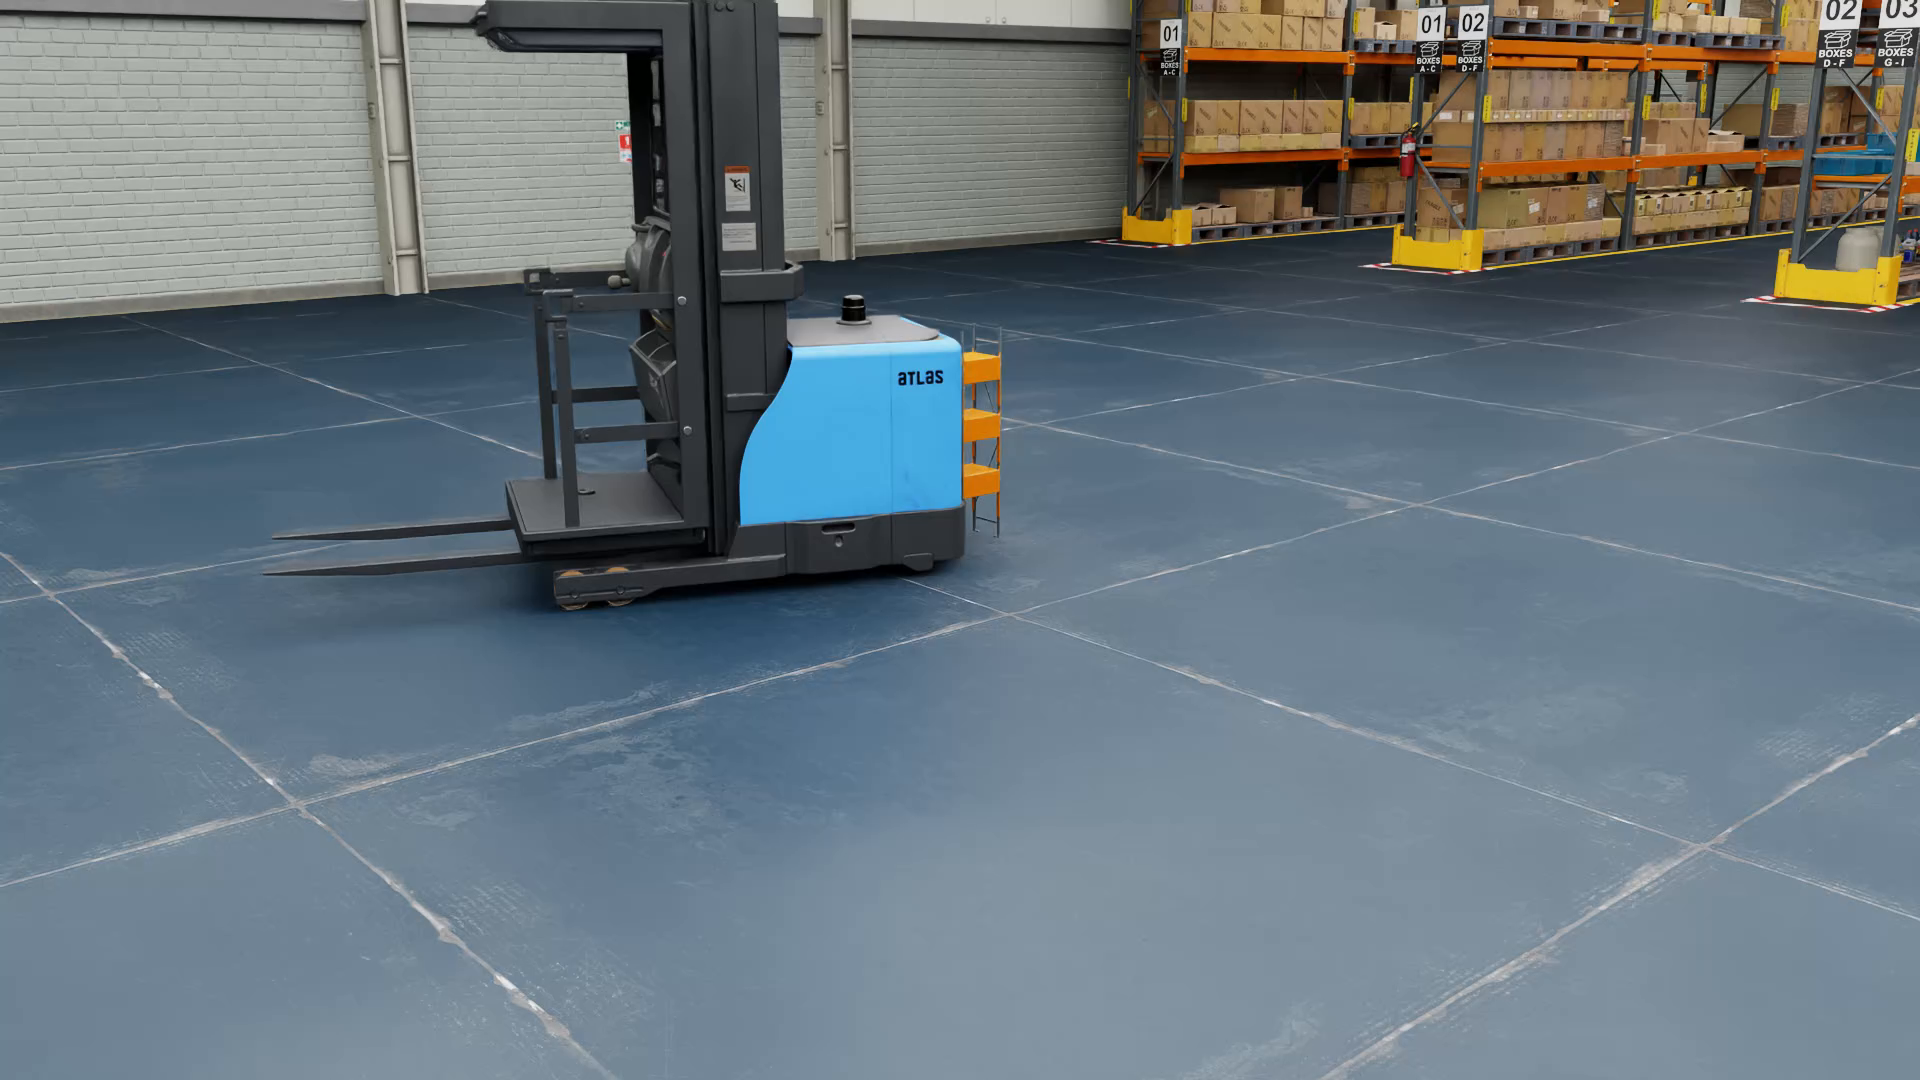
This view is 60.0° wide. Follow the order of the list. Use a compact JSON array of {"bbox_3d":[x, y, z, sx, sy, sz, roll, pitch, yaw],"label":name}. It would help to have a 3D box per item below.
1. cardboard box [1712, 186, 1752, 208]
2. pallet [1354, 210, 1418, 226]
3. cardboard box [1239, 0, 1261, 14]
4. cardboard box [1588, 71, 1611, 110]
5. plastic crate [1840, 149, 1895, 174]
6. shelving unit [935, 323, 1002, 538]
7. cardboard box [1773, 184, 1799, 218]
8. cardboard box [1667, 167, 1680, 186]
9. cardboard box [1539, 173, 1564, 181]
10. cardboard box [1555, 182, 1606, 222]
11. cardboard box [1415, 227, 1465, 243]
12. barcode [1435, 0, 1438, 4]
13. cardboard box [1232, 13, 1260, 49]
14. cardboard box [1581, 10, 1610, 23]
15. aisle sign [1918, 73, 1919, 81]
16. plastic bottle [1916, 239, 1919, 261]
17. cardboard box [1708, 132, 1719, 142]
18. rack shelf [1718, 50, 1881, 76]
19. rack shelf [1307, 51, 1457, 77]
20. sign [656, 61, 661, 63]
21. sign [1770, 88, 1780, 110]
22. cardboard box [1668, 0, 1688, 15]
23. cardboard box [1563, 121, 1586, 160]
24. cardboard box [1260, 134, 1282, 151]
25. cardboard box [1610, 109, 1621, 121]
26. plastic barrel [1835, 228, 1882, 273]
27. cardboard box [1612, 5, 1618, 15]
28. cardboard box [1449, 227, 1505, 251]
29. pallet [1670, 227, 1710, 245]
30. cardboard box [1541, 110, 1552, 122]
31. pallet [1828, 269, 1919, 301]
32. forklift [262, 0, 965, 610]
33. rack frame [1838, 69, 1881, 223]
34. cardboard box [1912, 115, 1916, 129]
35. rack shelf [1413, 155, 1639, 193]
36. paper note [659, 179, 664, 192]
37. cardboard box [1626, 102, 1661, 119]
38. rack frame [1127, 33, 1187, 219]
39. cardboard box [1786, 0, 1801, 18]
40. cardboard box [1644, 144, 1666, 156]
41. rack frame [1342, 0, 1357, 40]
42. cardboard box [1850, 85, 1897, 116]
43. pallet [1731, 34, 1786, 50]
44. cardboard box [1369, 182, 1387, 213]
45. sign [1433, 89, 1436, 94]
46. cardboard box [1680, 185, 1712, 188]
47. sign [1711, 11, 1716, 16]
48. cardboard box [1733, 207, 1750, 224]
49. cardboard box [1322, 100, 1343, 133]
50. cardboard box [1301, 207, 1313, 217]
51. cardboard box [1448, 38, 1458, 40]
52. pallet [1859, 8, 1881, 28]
[{"bbox_3d":[11.966,-5.354,25.907,0.500,0.311,0.500,-12,19,-38],"label":"cardboard box"},{"bbox_3d":[7.435,-5.624,28.895,1.213,0.211,1.003,-13,19,-39],"label":"pallet"},{"bbox_3d":[4.151,-8.126,24.875,0.500,0.500,0.500,-12,19,-38],"label":"cardboard box"},{"bbox_3d":[8.471,-6.180,22.866,0.500,0.500,0.700,-13,20,-39],"label":"cardboard box"},{"bbox_3d":[10.088,-4.205,18.467,0.408,0.251,0.499,-13,19,-39],"label":"plastic crate"},{"bbox_3d":[0.040,-0.516,8.148,0.252,1.050,0.215,-13,19,-39],"label":"shelving unit"},{"bbox_3d":[13.504,-5.545,27.188,0.500,0.500,0.500,-13,20,-40],"label":"cardboard box"},{"bbox_3d":[14.518,-7.521,34.624,0.500,0.500,0.700,-13,19,-39],"label":"cardboard box"},{"bbox_3d":[10.889,-6.864,31.486,0.750,0.750,0.750,-12,19,-38],"label":"cardboard box"},{"bbox_3d":[8.591,-4.700,23.096,0.500,0.500,0.500,-13,19,-39],"label":"cardboard box"},{"bbox_3d":[6.375,-4.012,21.973,0.500,0.250,0.500,-13,19,-39],"label":"cardboard box"},{"bbox_3d":[6.076,-6.864,21.198,0.075,0.075,0.001,-13,19,-39],"label":"barcode"},{"bbox_3d":[4.144,-7.641,24.999,0.500,0.500,0.500,-12,19,-37],"label":"cardboard box"},{"bbox_3d":[8.452,-7.008,22.263,0.250,0.149,0.380,-13,19,-39],"label":"cardboard box"},{"bbox_3d":[18.094,-9.025,31.186,0.004,0.787,0.394,-13,19,-39],"label":"aisle sign"},{"bbox_3d":[11.520,-3.493,19.947,0.097,0.271,0.097,0,15,0],"label":"plastic bottle"},{"bbox_3d":[11.398,-6.188,25.776,0.500,0.311,0.500,-13,20,-40],"label":"cardboard box"},{"bbox_3d":[13.709,-7.785,27.165,4.000,0.370,1.077,-13,19,-39],"label":"rack shelf"},{"bbox_3d":[7.437,-8.071,28.236,4.000,0.370,1.077,-13,19,-39],"label":"rack shelf"},{"bbox_3d":[-3.617,-5.951,20.223,0.199,0.298,0.001,-13,19,-39],"label":"sign"},{"bbox_3d":[12.567,-6.797,25.639,0.005,0.325,0.100,-13,19,-39],"label":"sign"},{"bbox_3d":[10.088,-7.807,23.876,0.500,0.500,0.500,-10,18,-34],"label":"cardboard box"},{"bbox_3d":[8.077,-5.464,22.701,0.500,0.500,0.700,-12,19,-39],"label":"cardboard box"},{"bbox_3d":[4.640,-6.172,25.797,0.500,0.250,0.500,-12,19,-39],"label":"cardboard box"},{"bbox_3d":[8.930,-5.900,23.073,0.250,0.149,0.380,-13,20,-41],"label":"cardboard box"},{"bbox_3d":[9.860,-3.152,18.245,0.421,0.512,0.421,0,15,0],"label":"plastic barrel"},{"bbox_3d":[12.685,-10.043,32.052,0.500,0.500,0.500,-13,20,-40],"label":"cardboard box"},{"bbox_3d":[6.715,-3.912,21.596,0.500,0.250,0.500,-13,19,-39],"label":"cardboard box"},{"bbox_3d":[10.633,-4.660,25.287,1.213,0.211,1.003,-13,19,-39],"label":"pallet"},{"bbox_3d":[7.572,-5.594,21.931,0.250,0.149,0.380,-13,20,-40],"label":"cardboard box"},{"bbox_3d":[10.056,-2.836,18.458,1.213,0.211,1.003,-13,19,-39],"label":"pallet"},{"bbox_3d":[-1.554,-1.268,7.319,3.031,2.935,1.130,-5,16,-18],"label":"forklift"},{"bbox_3d":[15.217,-7.022,28.728,0.127,3.000,1.000,-13,19,-39],"label":"rack frame"},{"bbox_3d":[16.544,-7.276,29.482,0.500,0.500,0.500,-13,20,-40],"label":"cardboard box"},{"bbox_3d":[7.674,-4.981,22.478,4.000,0.370,1.077,-13,19,-39],"label":"rack shelf"},{"bbox_3d":[-3.724,-4.371,20.507,0.142,0.148,0.016,-13,19,-39],"label":"paper note"},{"bbox_3d":[13.479,-8.468,33.557,0.700,0.700,0.980,-14,20,-42],"label":"cardboard box"},{"bbox_3d":[2.910,-5.953,24.725,0.127,3.000,1.000,-13,19,-39],"label":"rack frame"},{"bbox_3d":[12.918,-8.484,26.257,0.500,0.500,0.500,-13,19,-39],"label":"cardboard box"},{"bbox_3d":[9.985,-5.656,24.099,0.250,0.149,0.380,-13,19,-39],"label":"cardboard box"},{"bbox_3d":[5.928,-9.529,26.488,0.127,3.000,1.000,-13,19,-39],"label":"rack frame"},{"bbox_3d":[15.758,-7.579,28.680,0.500,0.500,0.500,-12,19,-38],"label":"cardboard box"},{"bbox_3d":[11.747,-7.570,25.333,1.003,0.211,1.213,-12,19,-37],"label":"pallet"},{"bbox_3d":[6.829,-5.861,28.371,0.500,0.500,0.700,-13,20,-40],"label":"cardboard box"},{"bbox_3d":[8.578,-7.975,30.052,0.005,0.325,0.100,-13,19,-39],"label":"sign"},{"bbox_3d":[11.612,-5.459,26.301,0.500,0.311,0.500,-12,19,-38],"label":"cardboard box"},{"bbox_3d":[11.845,-8.150,26.134,0.005,0.325,0.100,-13,19,-39],"label":"sign"},{"bbox_3d":[11.963,-5.083,25.980,0.500,0.250,0.500,-12,19,-38],"label":"cardboard box"},{"bbox_3d":[5.774,-6.790,26.657,0.500,0.500,0.500,-13,20,-39],"label":"cardboard box"},{"bbox_3d":[5.544,-5.378,27.210,0.380,0.166,0.250,13,20,40],"label":"cardboard box"},{"bbox_3d":[8.579,-8.550,28.767,0.500,0.311,0.500,-13,19,-39],"label":"cardboard box"},{"bbox_3d":[10.102,-5.504,17.595,1.213,0.211,1.003,-13,19,-39],"label":"pallet"}]
